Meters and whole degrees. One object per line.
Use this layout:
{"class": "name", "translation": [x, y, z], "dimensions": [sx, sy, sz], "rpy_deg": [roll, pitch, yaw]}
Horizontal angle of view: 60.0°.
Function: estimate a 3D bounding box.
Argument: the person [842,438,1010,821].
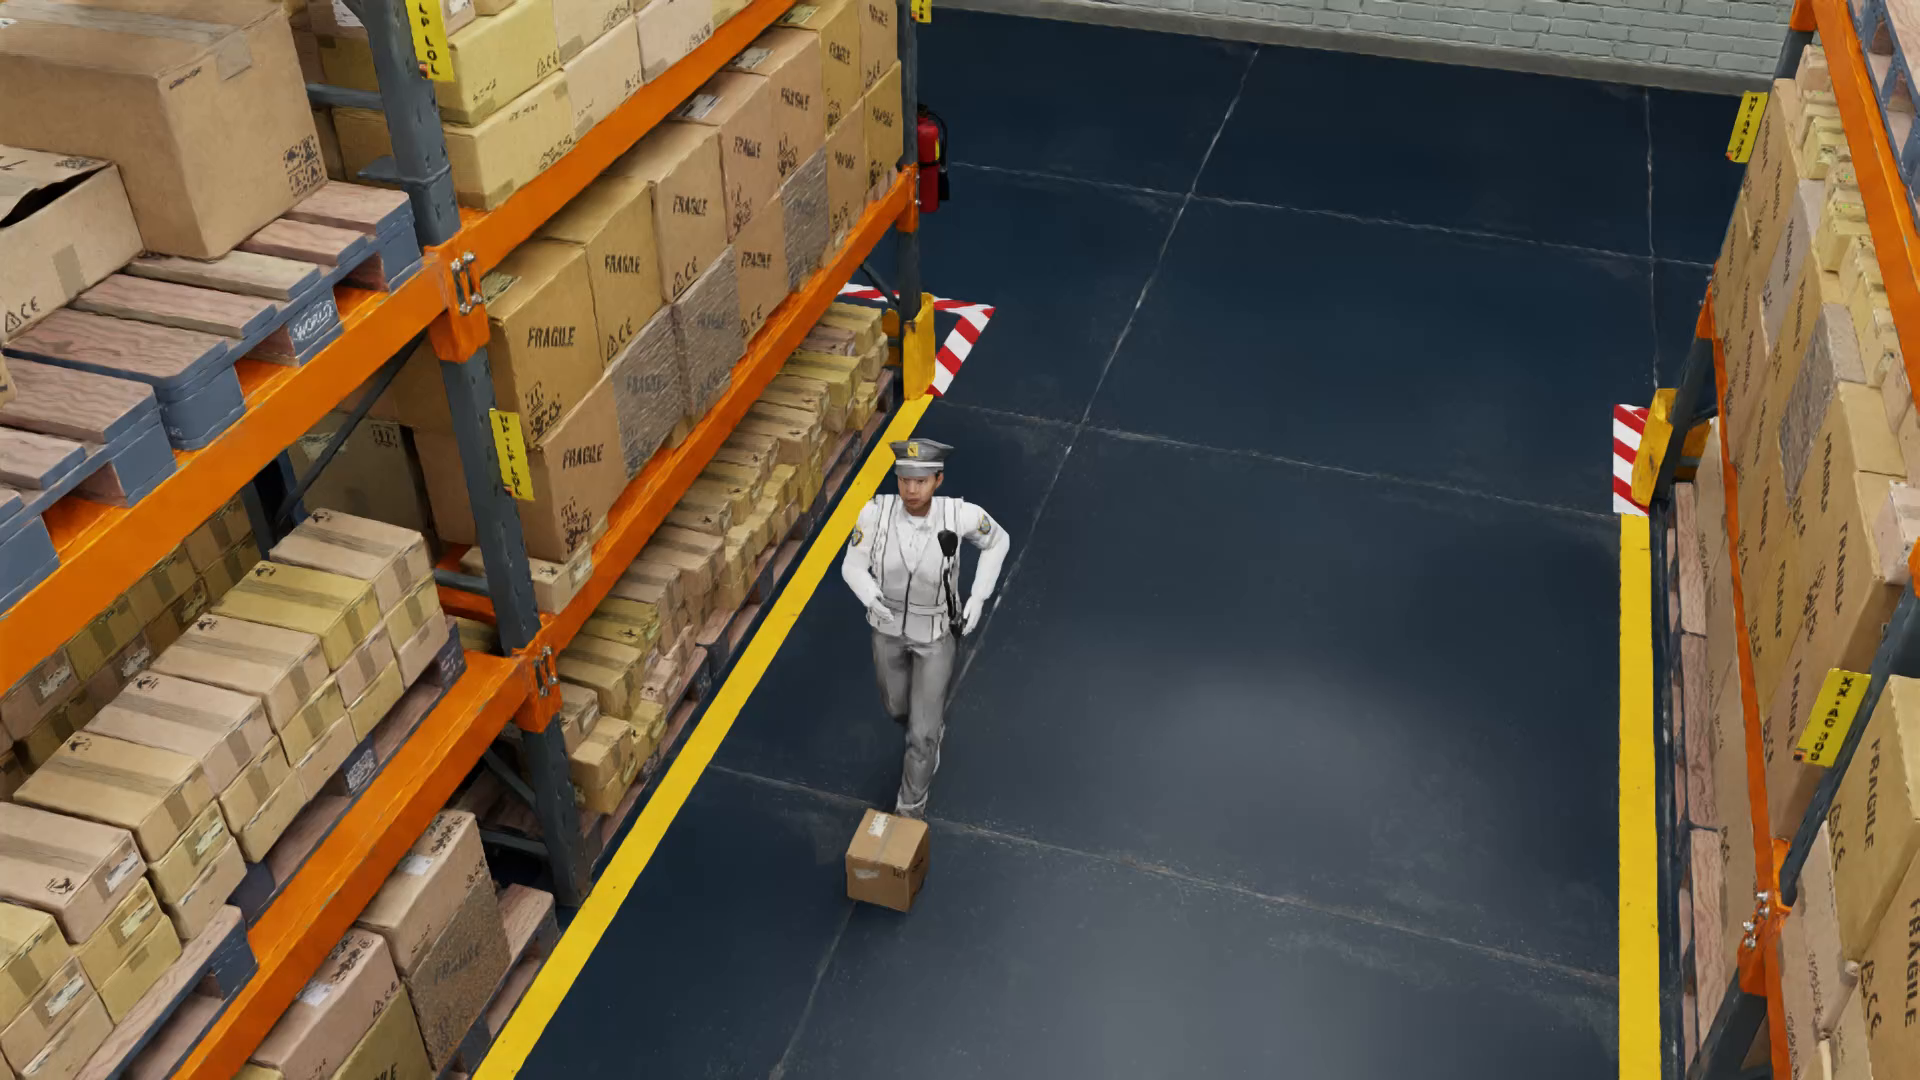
{"class": "person", "translation": [-0.194, 0.393, 6.354], "dimensions": [0.574, 1.685, 0.802], "rpy_deg": [11, 39, 15]}
